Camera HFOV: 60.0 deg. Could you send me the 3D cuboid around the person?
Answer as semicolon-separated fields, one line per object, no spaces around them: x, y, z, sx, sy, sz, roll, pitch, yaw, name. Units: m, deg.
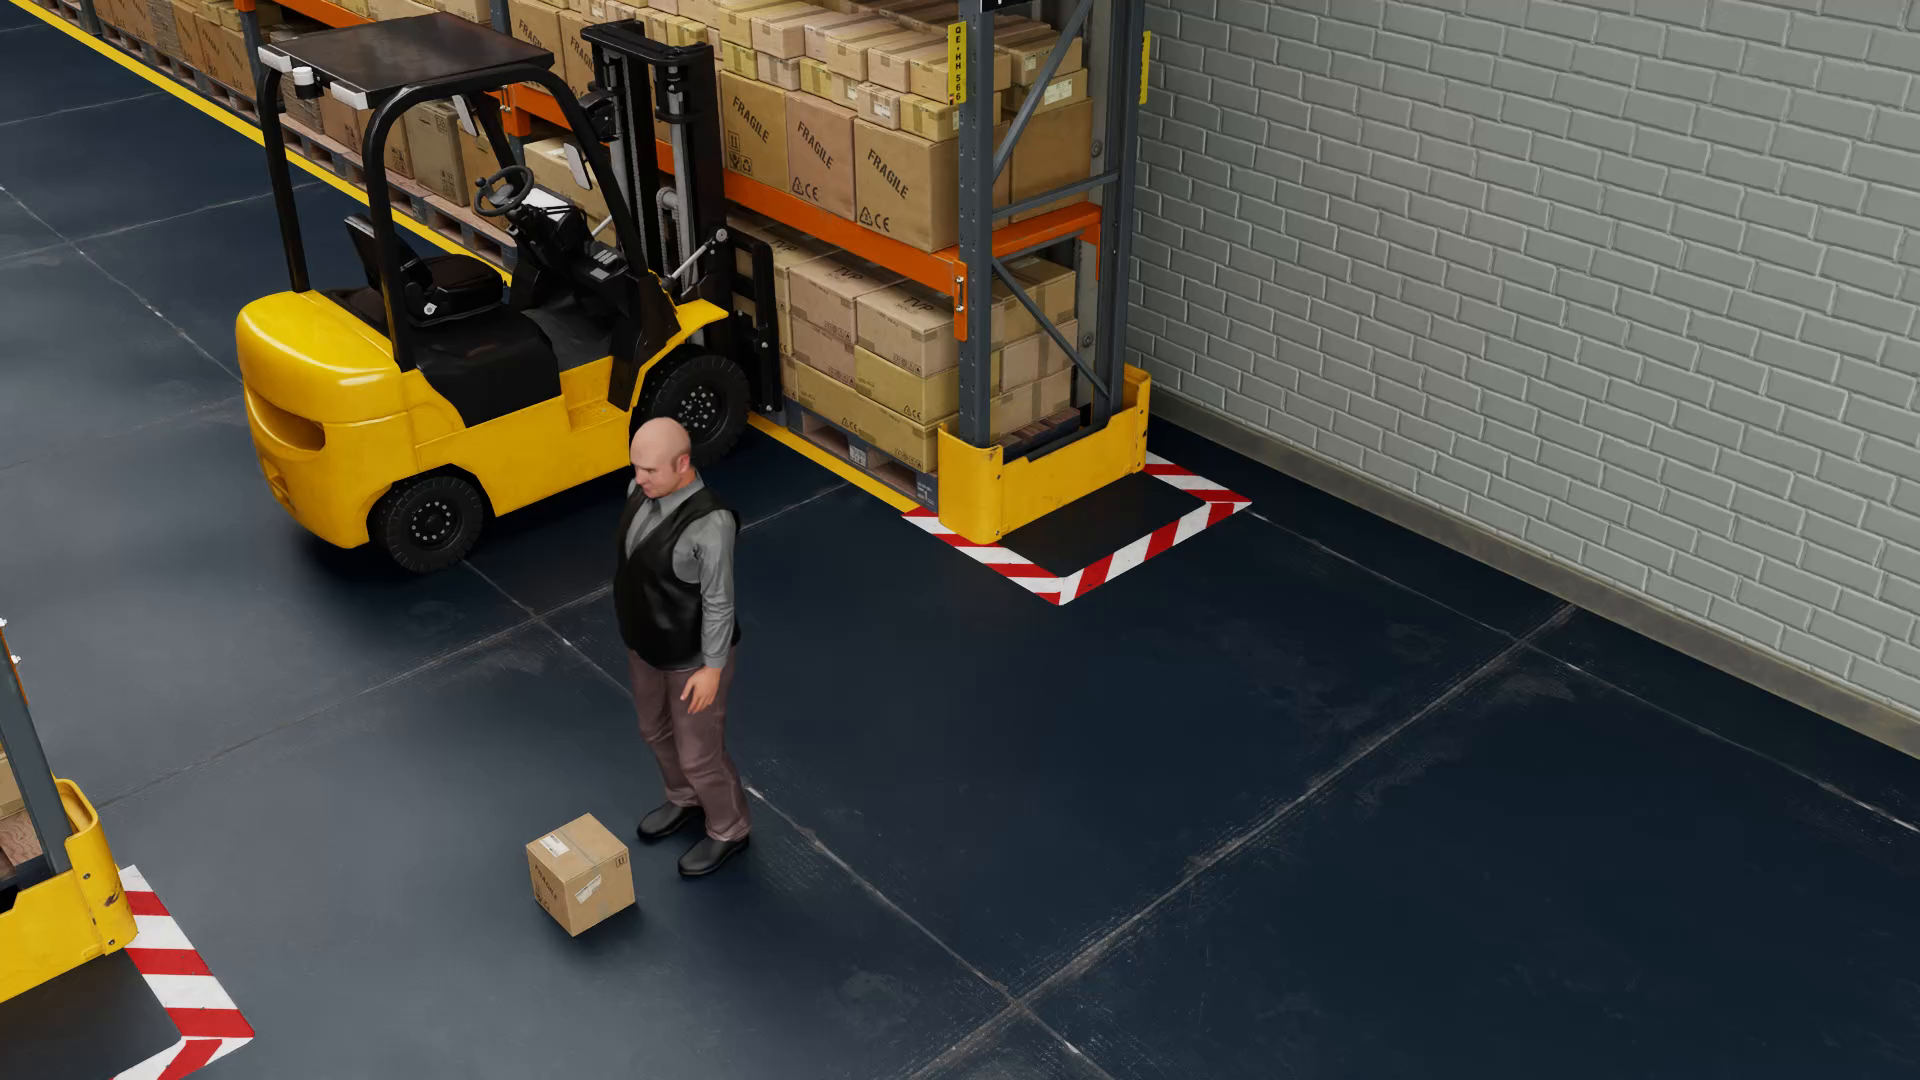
-0.930;0.360;5.582;0.357;1.713;0.534;-25;39;-34;person
